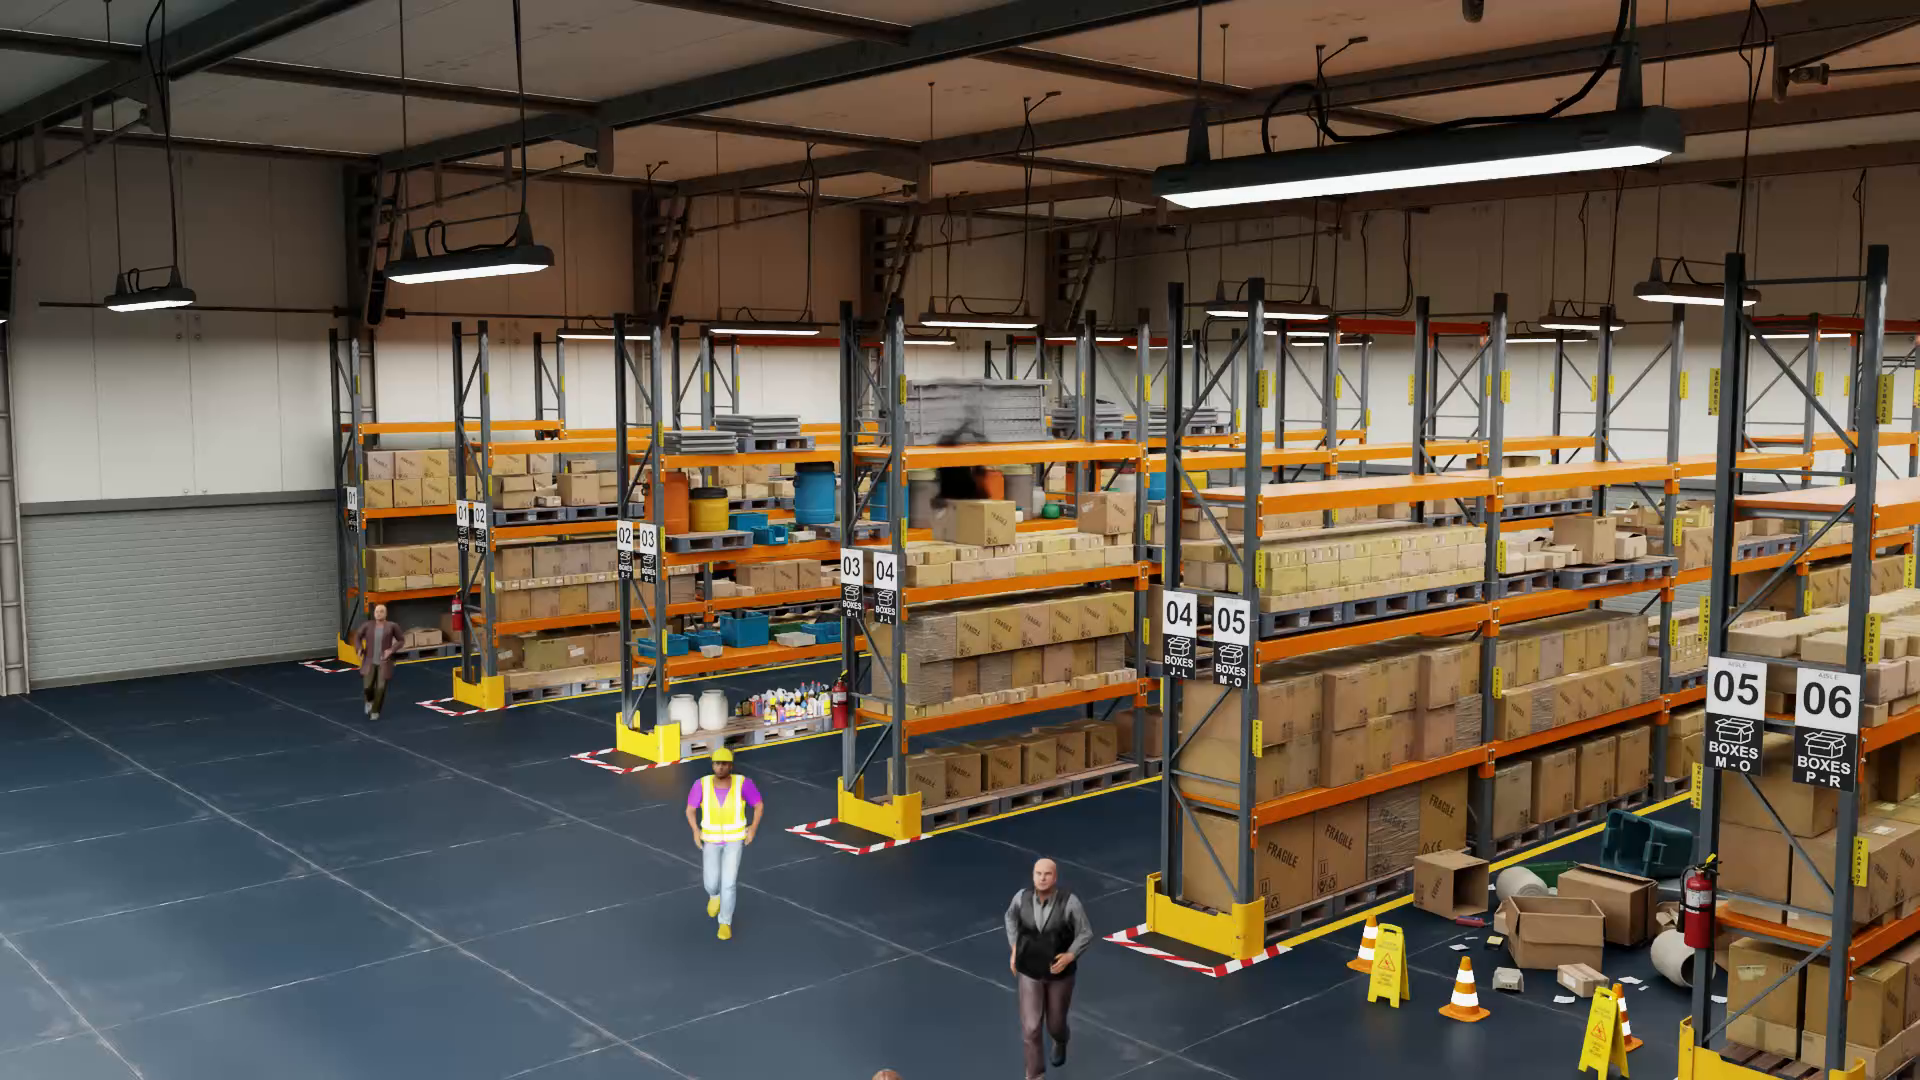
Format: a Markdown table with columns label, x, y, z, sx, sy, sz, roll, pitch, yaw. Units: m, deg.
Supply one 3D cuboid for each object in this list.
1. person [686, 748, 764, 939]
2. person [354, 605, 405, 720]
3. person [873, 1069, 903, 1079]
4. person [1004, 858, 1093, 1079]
| label | x | y | z | sx | sy | sz | roll | pitch | yaw |
| --- | --- | --- | --- | --- | --- | --- | --- | --- | --- |
| person | -2.186 | 2.780 | 15.494 | 0.724 | 1.744 | 0.653 | 0 | 6 | -3 |
| person | -8.733 | 1.834 | 25.016 | 0.746 | 1.731 | 0.579 | -1 | 6 | -11 |
| person | -0.352 | 3.525 | 8.584 | 0.507 | 1.621 | 0.682 | 0 | 6 | 0 |
| person | 0.630 | 3.133 | 12.014 | 0.669 | 1.726 | 0.892 | 1 | 6 | 10 |
